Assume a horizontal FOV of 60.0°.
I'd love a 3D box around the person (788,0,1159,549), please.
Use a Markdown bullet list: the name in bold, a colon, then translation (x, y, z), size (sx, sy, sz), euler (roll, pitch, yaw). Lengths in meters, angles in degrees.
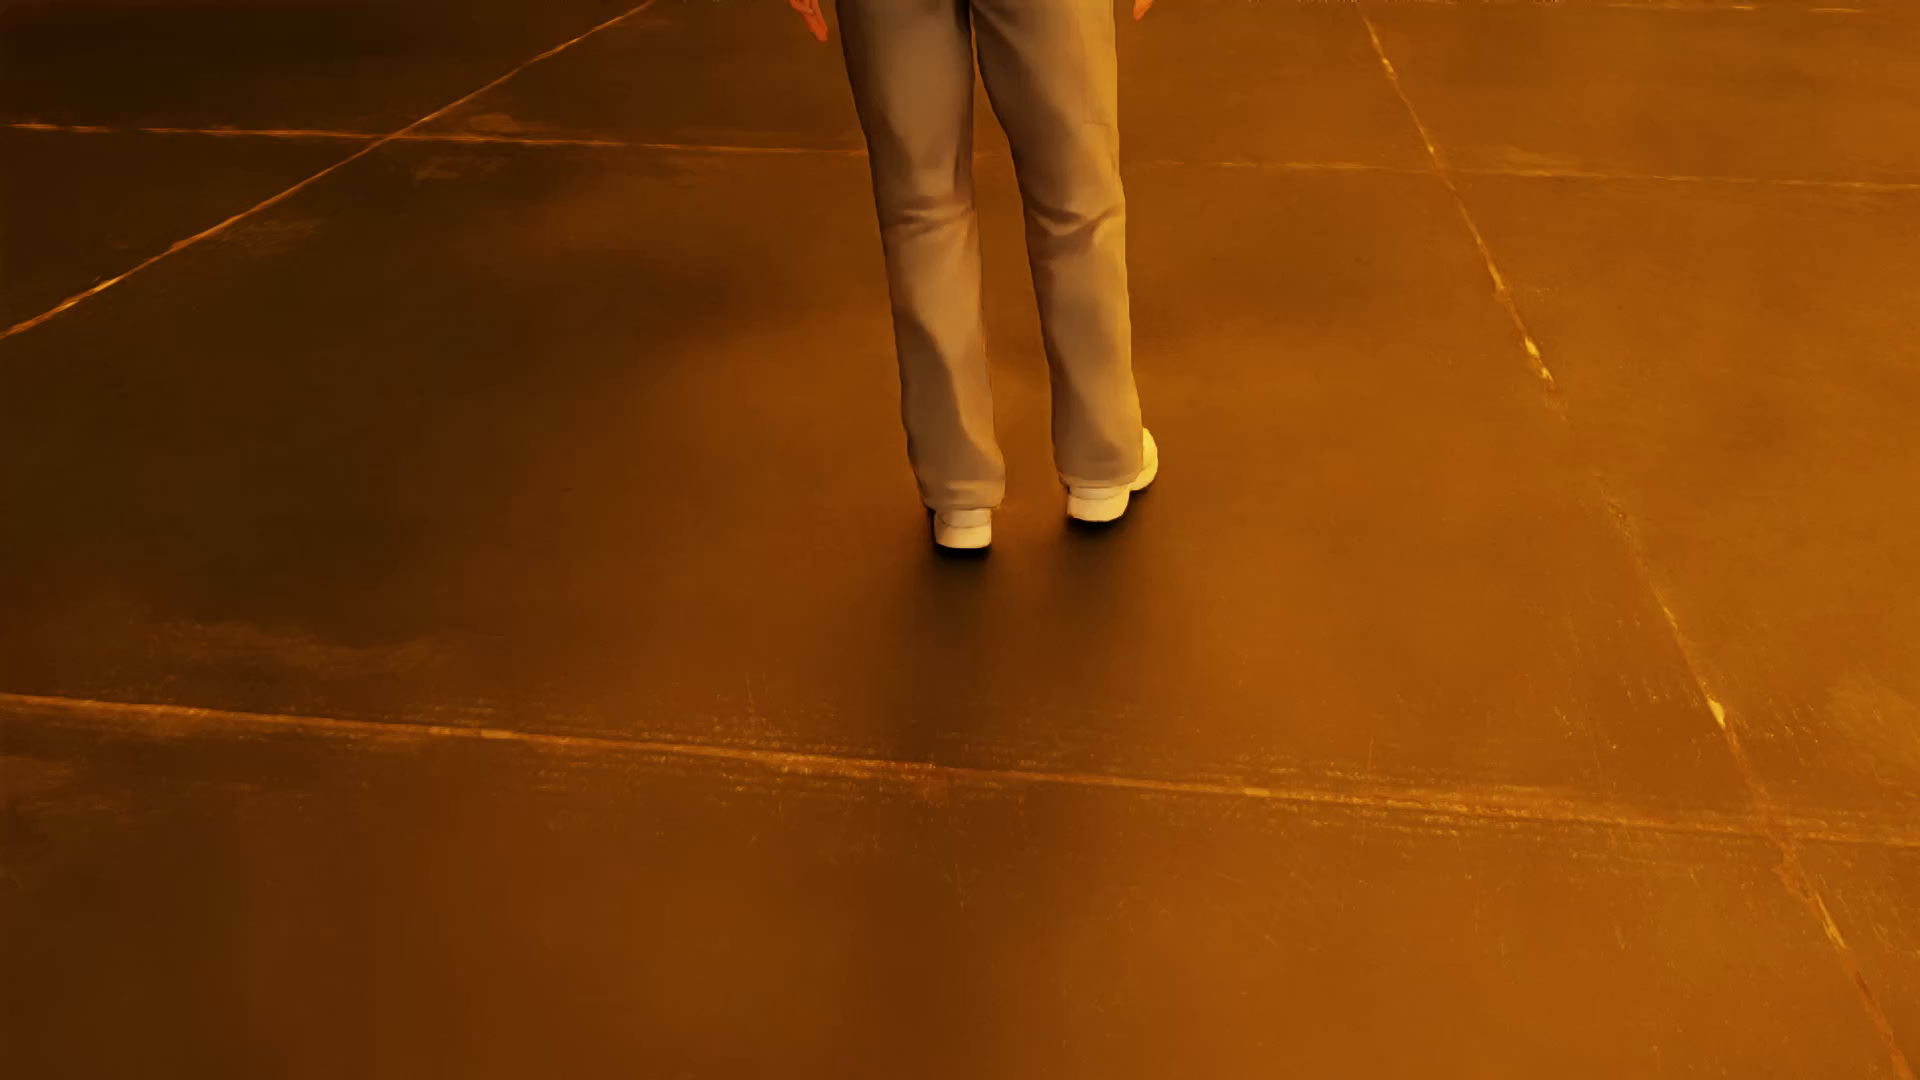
- **person**: translation (0.023, -0.784, 2.189), size (0.550, 1.665, 0.548), euler (3, 27, 7)
